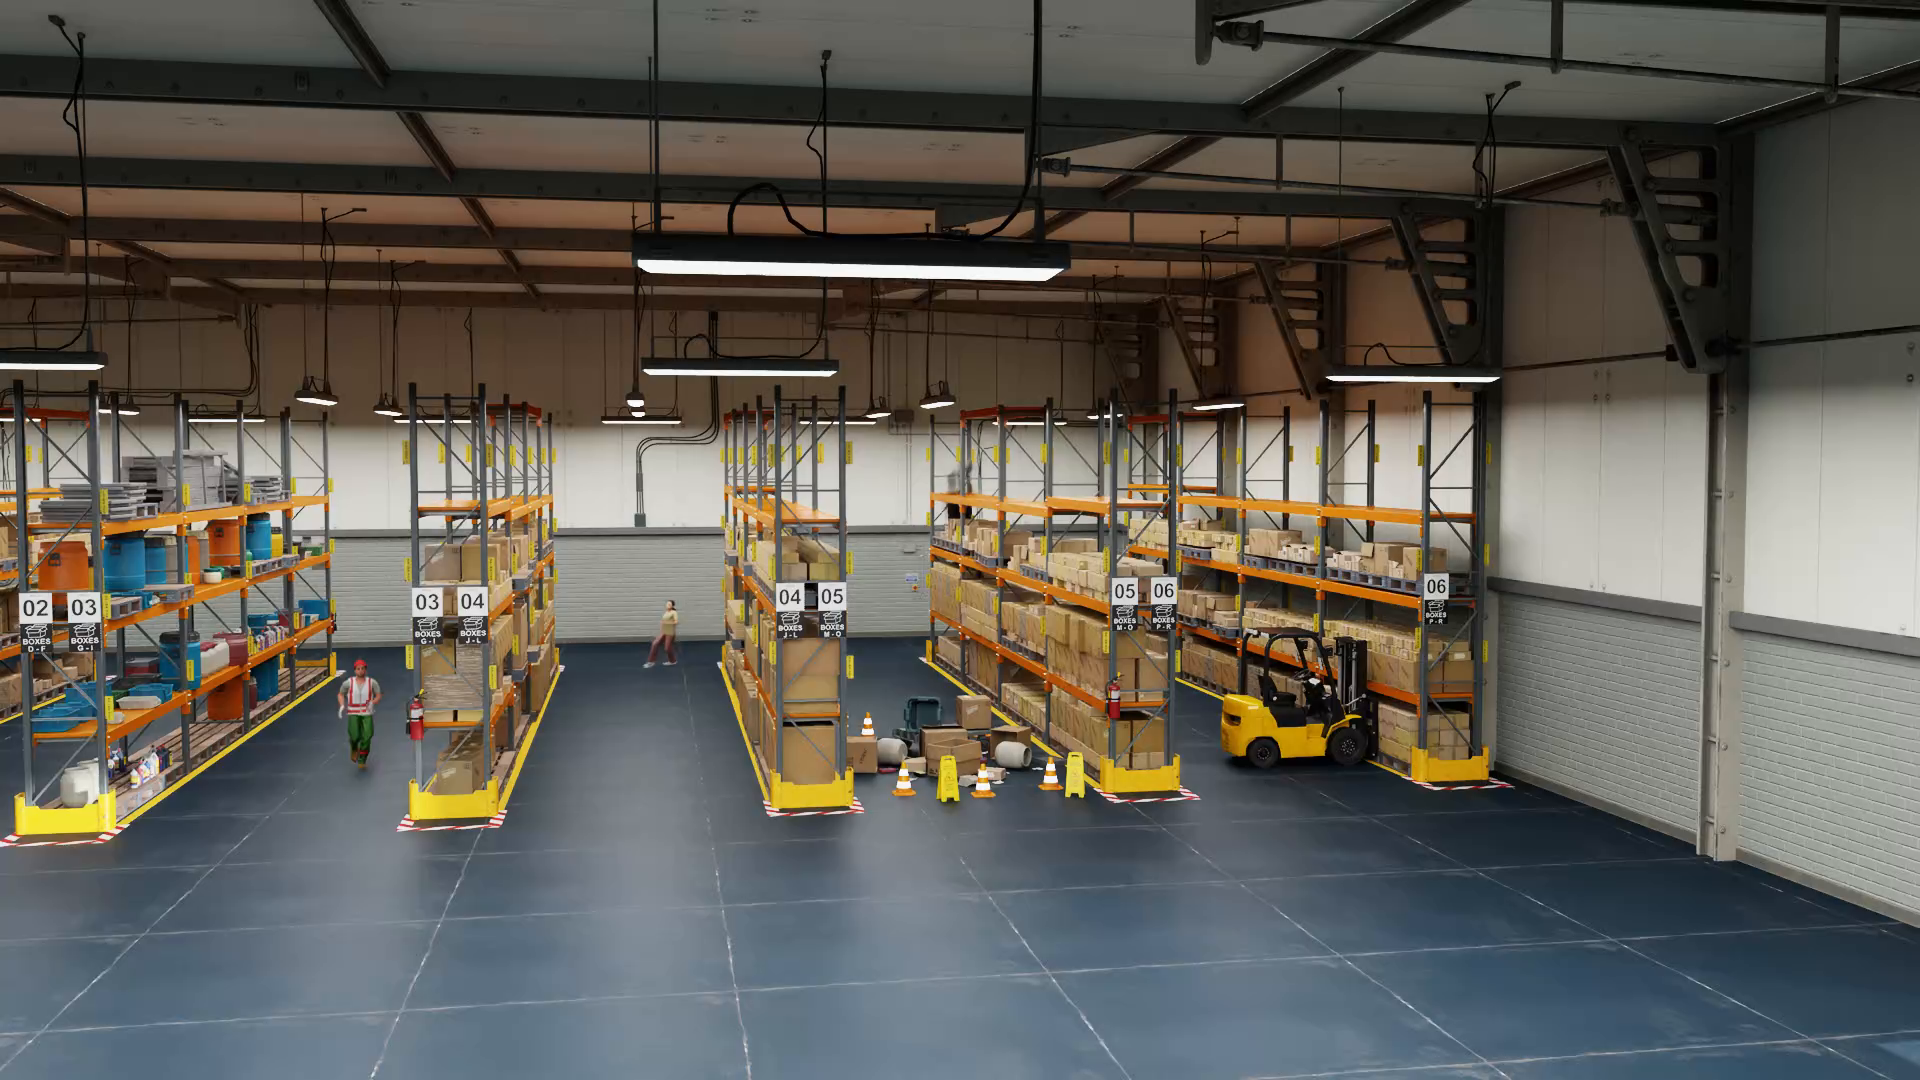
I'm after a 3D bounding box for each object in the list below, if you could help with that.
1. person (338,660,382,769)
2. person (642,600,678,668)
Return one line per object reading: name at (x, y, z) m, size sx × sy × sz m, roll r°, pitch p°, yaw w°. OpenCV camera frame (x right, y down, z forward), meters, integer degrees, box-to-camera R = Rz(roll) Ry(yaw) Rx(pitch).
person at (-9.544, 2.788, 26.480) m, size 0.653 × 1.742 × 0.587 m, roll -1°, pitch 3°, yaw -23°
person at (-6.976, 2.217, 39.342) m, size 0.660 × 1.597 × 0.904 m, roll 2°, pitch 4°, yaw 40°
